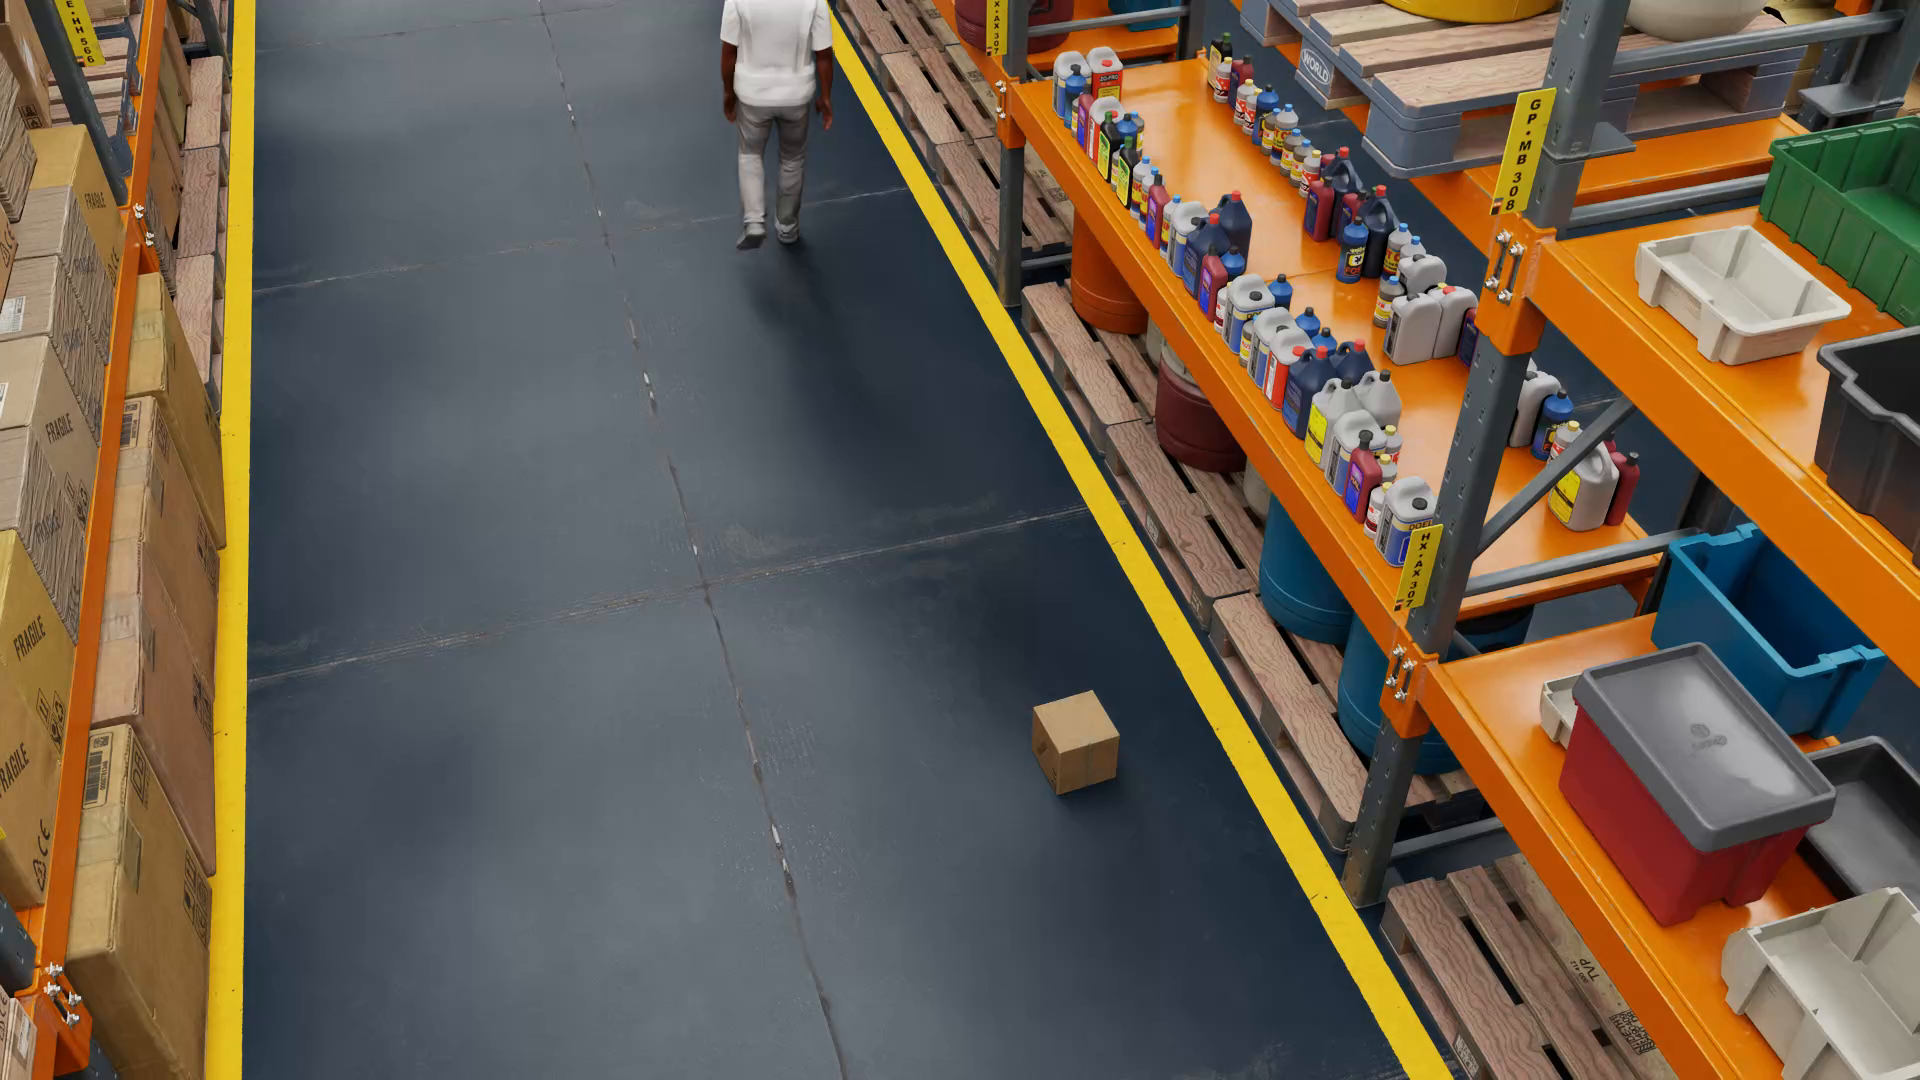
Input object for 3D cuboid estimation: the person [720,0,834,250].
[{"bbox_3d":[-0.942,-2.290,8.671,0.599,1.758,0.640,-3,42,-3],"label":"person"}]
